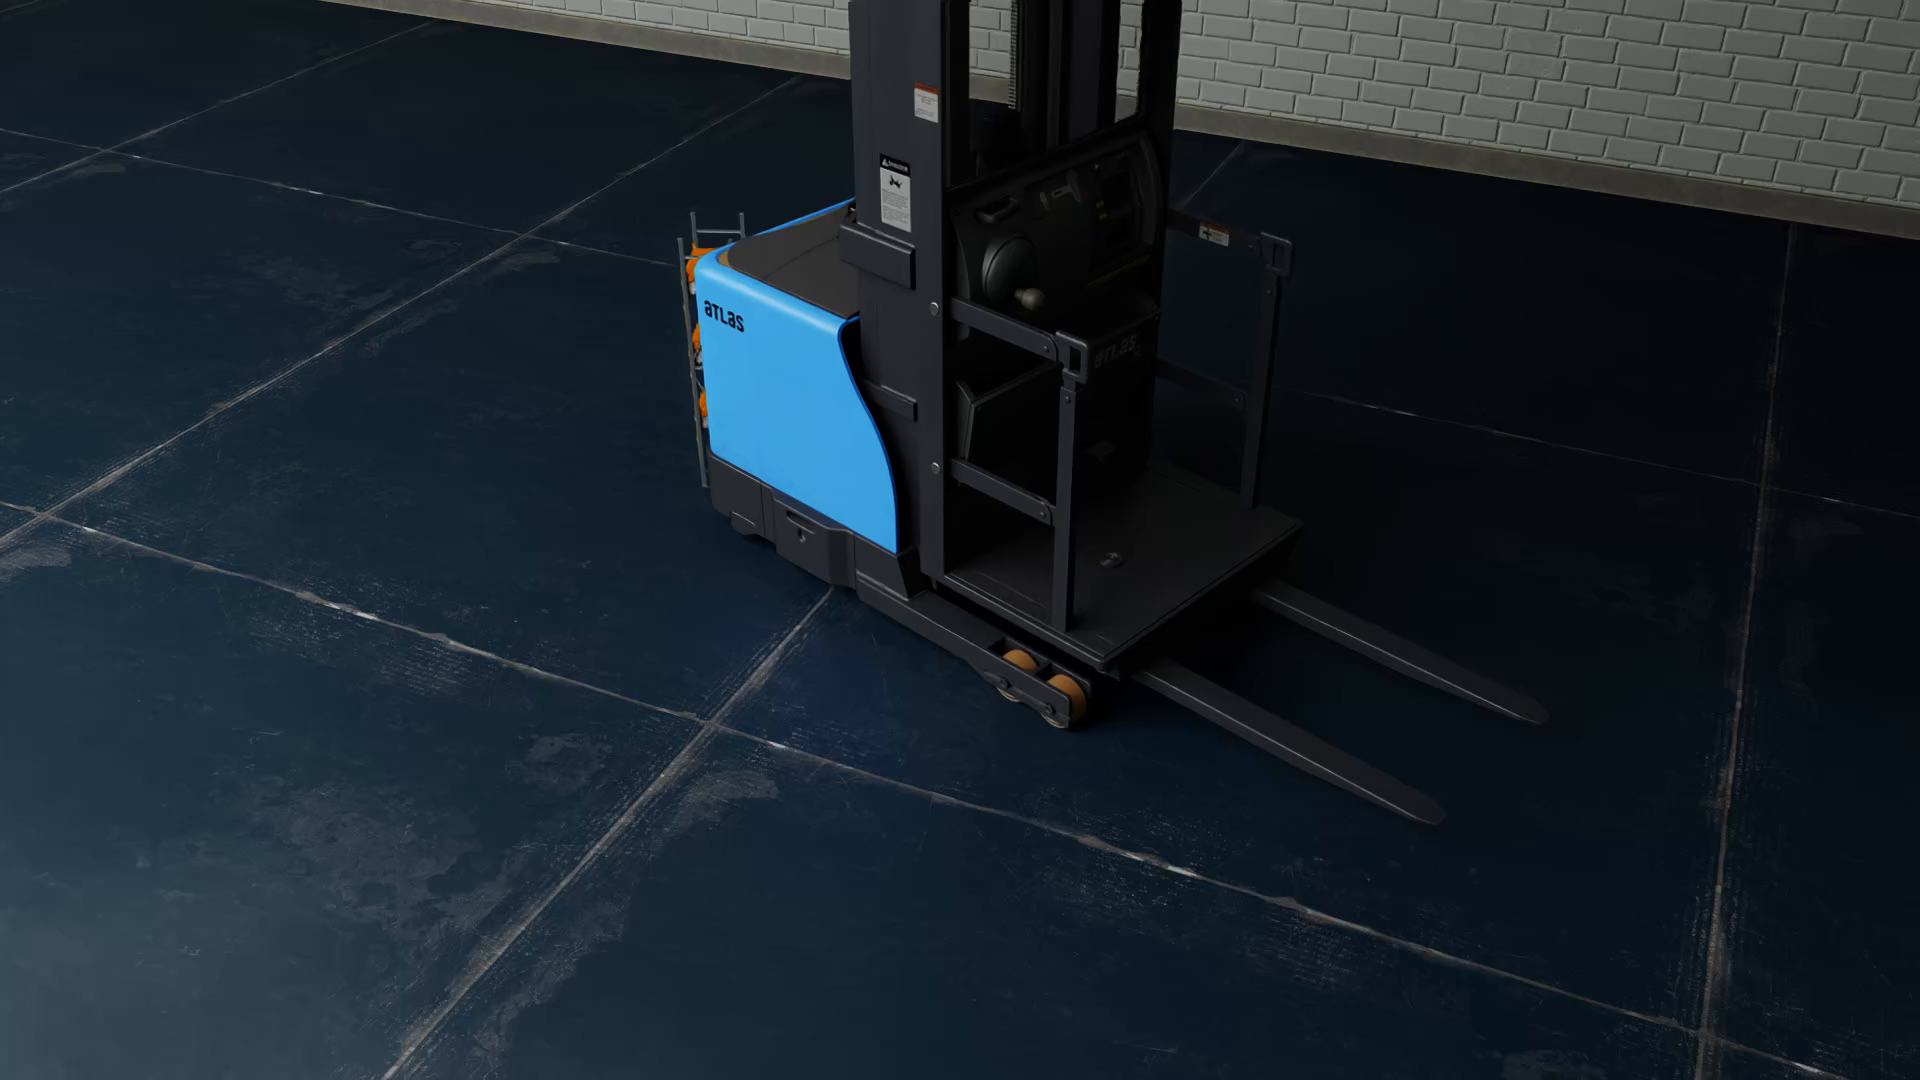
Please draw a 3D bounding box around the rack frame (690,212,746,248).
[{"bbox_3d":[-0.904,-0.780,6.482,0.200,1.050,0.008,2,33,2],"label":"rack frame"}]

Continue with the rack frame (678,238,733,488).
[{"bbox_3d":[-0.917,-0.646,6.278,0.200,1.050,0.008,2,33,2],"label":"rack frame"}]

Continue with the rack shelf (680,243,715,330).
[{"bbox_3d":[-0.911,-0.941,6.230,0.215,0.259,0.240,2,33,2],"label":"rack shelf"}]

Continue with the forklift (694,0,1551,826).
[{"bbox_3d":[0.466,-0.949,5.024,3.031,2.935,1.130,28,42,35],"label":"forklift"}]

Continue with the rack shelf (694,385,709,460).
[{"bbox_3d":[-0.910,-0.472,6.538,0.215,0.259,0.240,2,33,2],"label":"rack shelf"}]

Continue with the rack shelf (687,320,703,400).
[{"bbox_3d":[-0.911,-0.704,6.386,0.215,0.259,0.240,2,33,2],"label":"rack shelf"}]

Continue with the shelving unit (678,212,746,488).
[{"bbox_3d":[-0.911,-0.713,6.380,0.215,1.050,0.252,2,33,2],"label":"shelving unit"}]
